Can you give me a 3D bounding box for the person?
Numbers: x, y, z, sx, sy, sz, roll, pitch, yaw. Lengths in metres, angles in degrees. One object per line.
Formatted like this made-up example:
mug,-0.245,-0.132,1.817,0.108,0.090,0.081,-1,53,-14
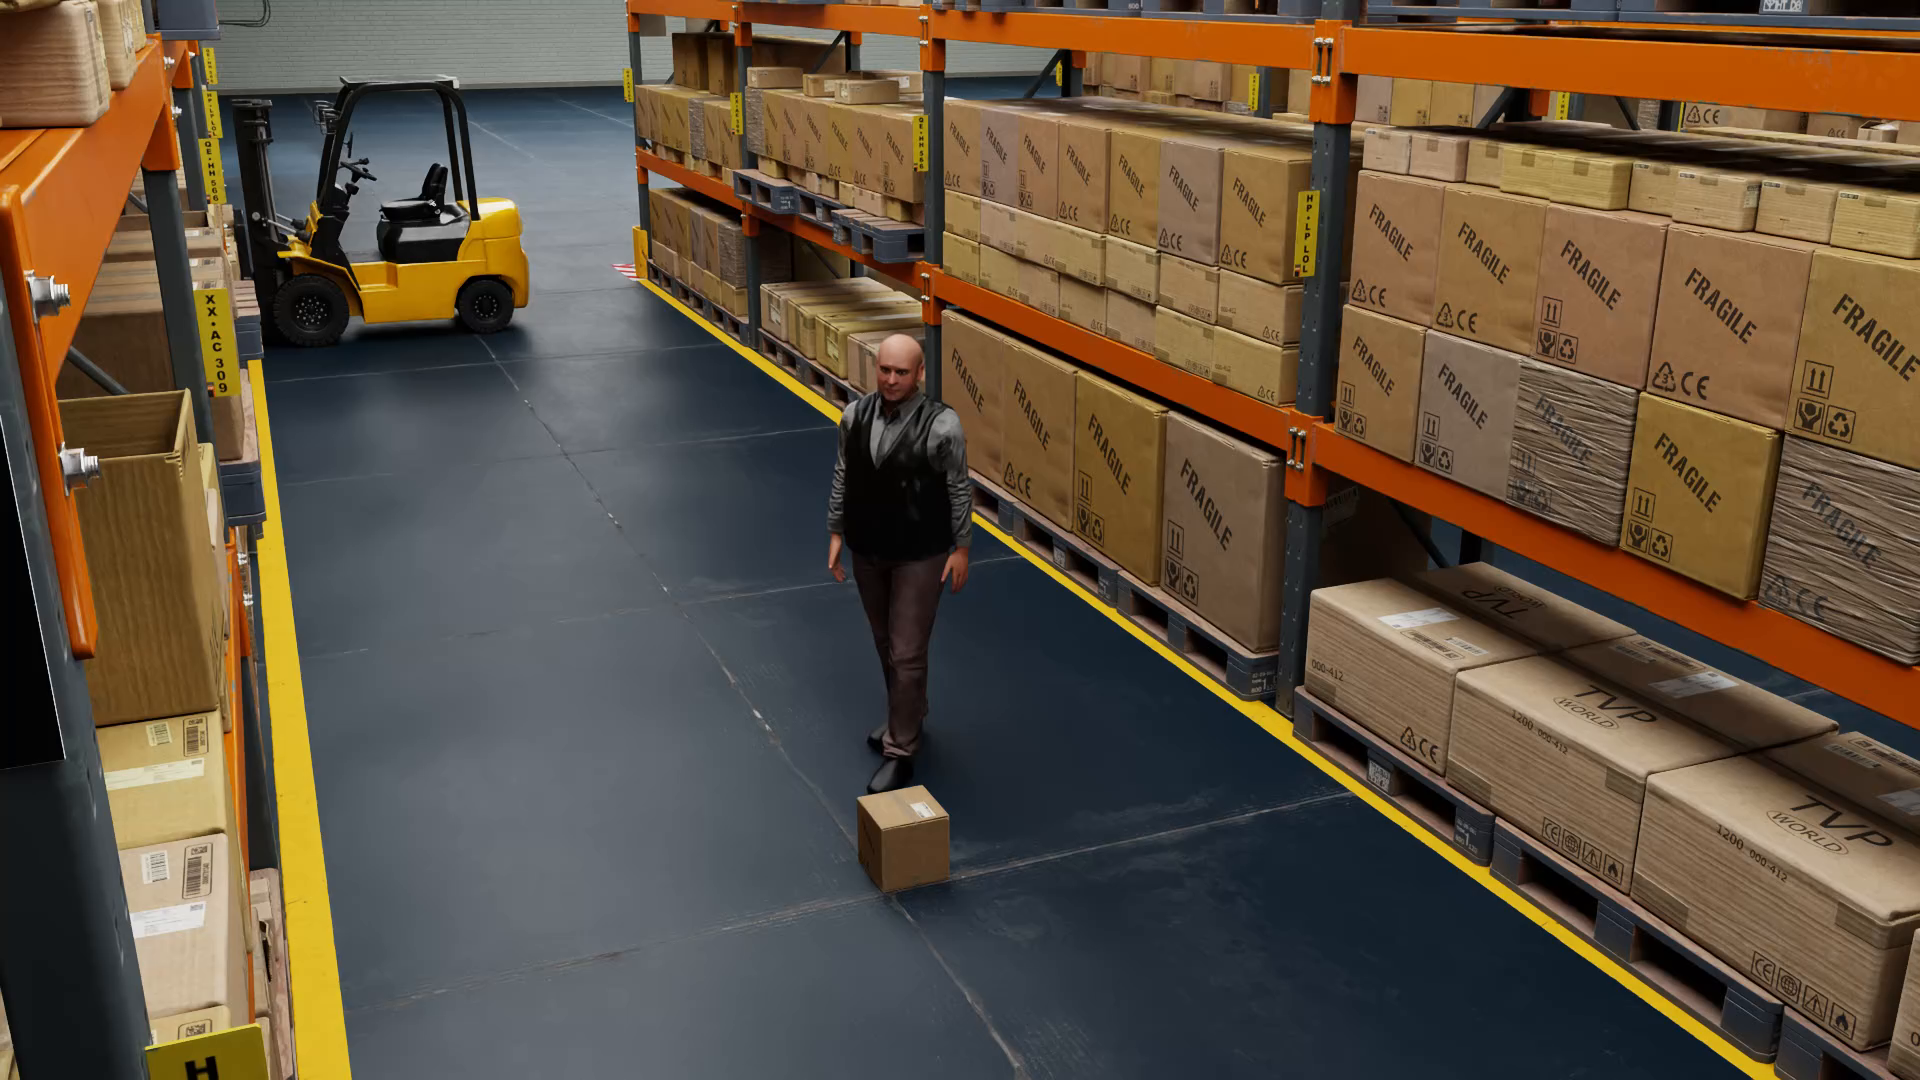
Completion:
person,-0.286,0.067,6.383,0.567,1.719,0.672,11,22,29
